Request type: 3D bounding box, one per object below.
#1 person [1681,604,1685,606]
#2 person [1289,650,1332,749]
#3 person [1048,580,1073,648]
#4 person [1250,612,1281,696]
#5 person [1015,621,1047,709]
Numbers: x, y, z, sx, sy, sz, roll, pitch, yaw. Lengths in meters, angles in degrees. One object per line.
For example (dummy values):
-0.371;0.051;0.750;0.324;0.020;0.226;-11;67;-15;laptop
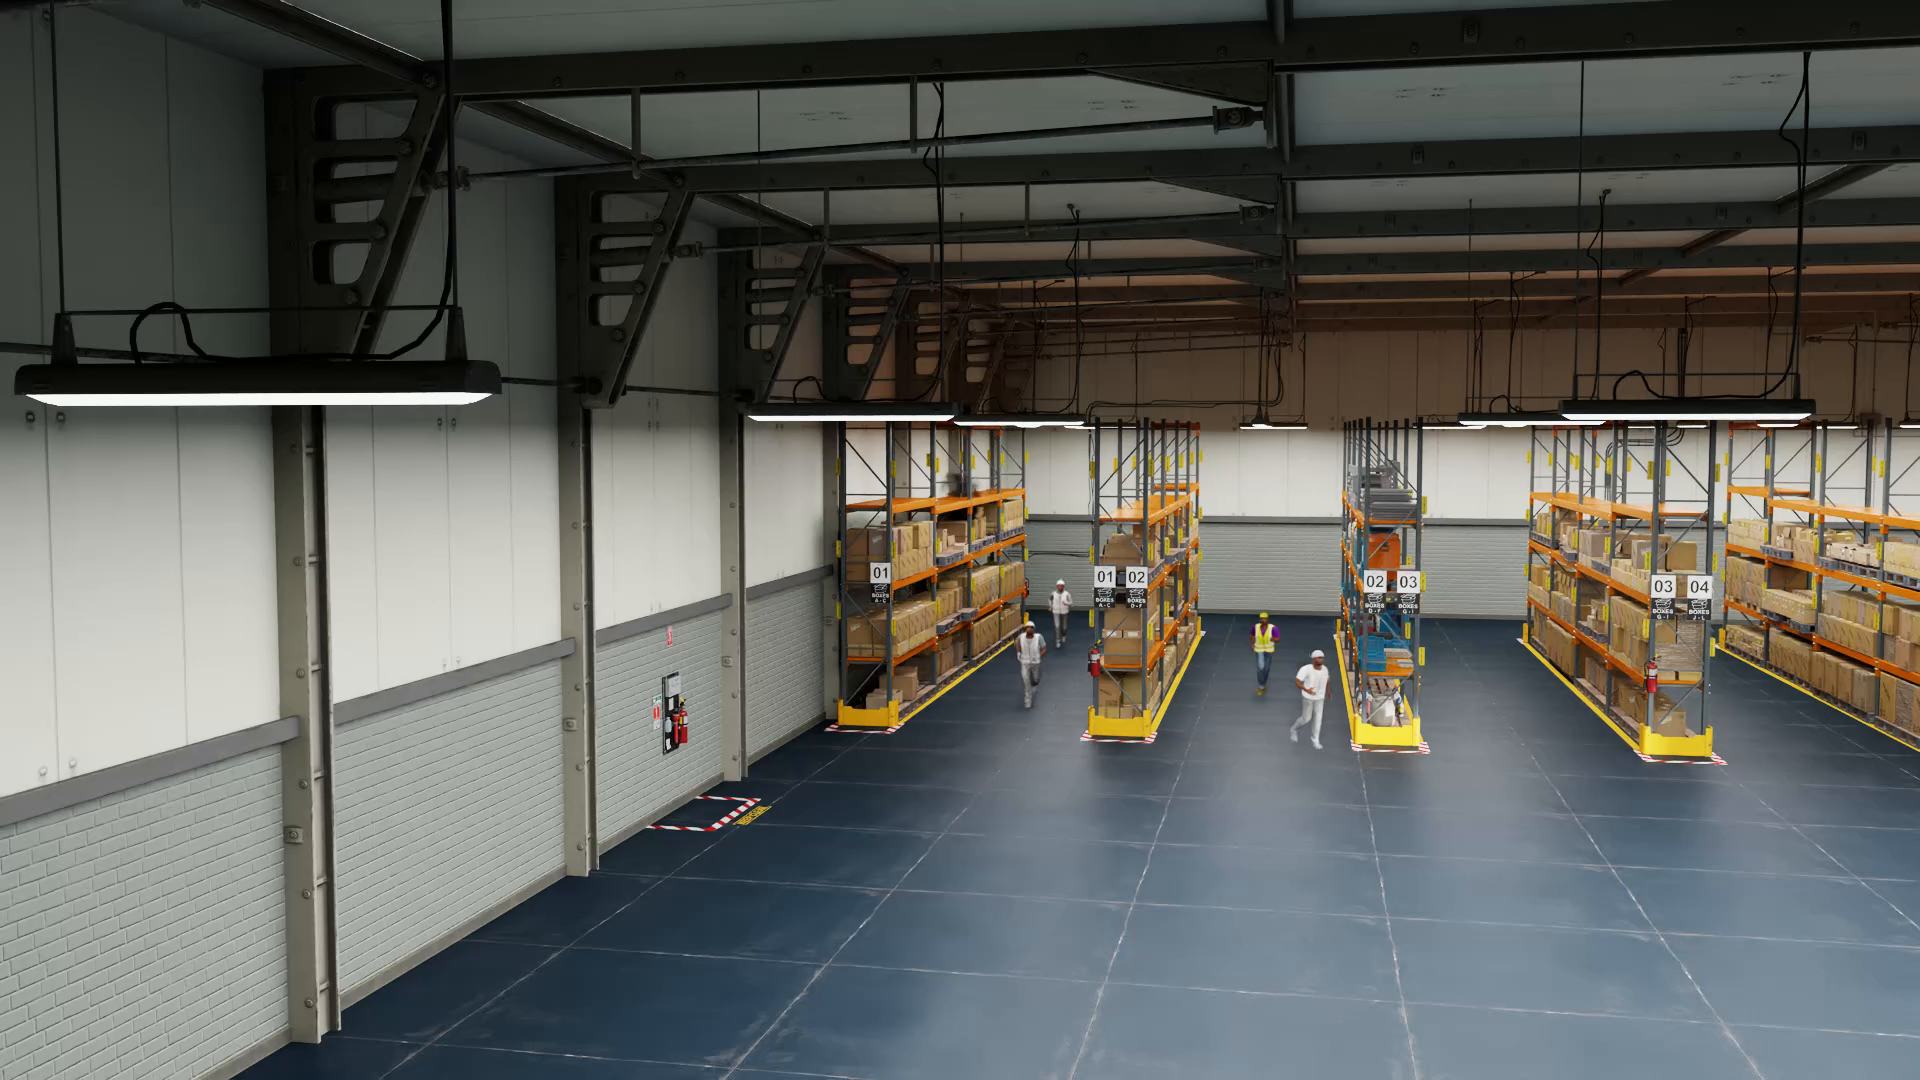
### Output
19.309;1.989;44.937;0.937;1.622;0.722;-1;4;-21;person
6.454;2.876;30.288;0.757;1.748;0.855;-1;4;-19;person
2.669;1.945;44.296;0.659;1.752;0.968;0;4;3;person
6.686;2.490;36.408;0.664;1.833;0.783;0;4;7;person
1.494;2.589;34.888;0.650;1.776;1.146;0;4;0;person
